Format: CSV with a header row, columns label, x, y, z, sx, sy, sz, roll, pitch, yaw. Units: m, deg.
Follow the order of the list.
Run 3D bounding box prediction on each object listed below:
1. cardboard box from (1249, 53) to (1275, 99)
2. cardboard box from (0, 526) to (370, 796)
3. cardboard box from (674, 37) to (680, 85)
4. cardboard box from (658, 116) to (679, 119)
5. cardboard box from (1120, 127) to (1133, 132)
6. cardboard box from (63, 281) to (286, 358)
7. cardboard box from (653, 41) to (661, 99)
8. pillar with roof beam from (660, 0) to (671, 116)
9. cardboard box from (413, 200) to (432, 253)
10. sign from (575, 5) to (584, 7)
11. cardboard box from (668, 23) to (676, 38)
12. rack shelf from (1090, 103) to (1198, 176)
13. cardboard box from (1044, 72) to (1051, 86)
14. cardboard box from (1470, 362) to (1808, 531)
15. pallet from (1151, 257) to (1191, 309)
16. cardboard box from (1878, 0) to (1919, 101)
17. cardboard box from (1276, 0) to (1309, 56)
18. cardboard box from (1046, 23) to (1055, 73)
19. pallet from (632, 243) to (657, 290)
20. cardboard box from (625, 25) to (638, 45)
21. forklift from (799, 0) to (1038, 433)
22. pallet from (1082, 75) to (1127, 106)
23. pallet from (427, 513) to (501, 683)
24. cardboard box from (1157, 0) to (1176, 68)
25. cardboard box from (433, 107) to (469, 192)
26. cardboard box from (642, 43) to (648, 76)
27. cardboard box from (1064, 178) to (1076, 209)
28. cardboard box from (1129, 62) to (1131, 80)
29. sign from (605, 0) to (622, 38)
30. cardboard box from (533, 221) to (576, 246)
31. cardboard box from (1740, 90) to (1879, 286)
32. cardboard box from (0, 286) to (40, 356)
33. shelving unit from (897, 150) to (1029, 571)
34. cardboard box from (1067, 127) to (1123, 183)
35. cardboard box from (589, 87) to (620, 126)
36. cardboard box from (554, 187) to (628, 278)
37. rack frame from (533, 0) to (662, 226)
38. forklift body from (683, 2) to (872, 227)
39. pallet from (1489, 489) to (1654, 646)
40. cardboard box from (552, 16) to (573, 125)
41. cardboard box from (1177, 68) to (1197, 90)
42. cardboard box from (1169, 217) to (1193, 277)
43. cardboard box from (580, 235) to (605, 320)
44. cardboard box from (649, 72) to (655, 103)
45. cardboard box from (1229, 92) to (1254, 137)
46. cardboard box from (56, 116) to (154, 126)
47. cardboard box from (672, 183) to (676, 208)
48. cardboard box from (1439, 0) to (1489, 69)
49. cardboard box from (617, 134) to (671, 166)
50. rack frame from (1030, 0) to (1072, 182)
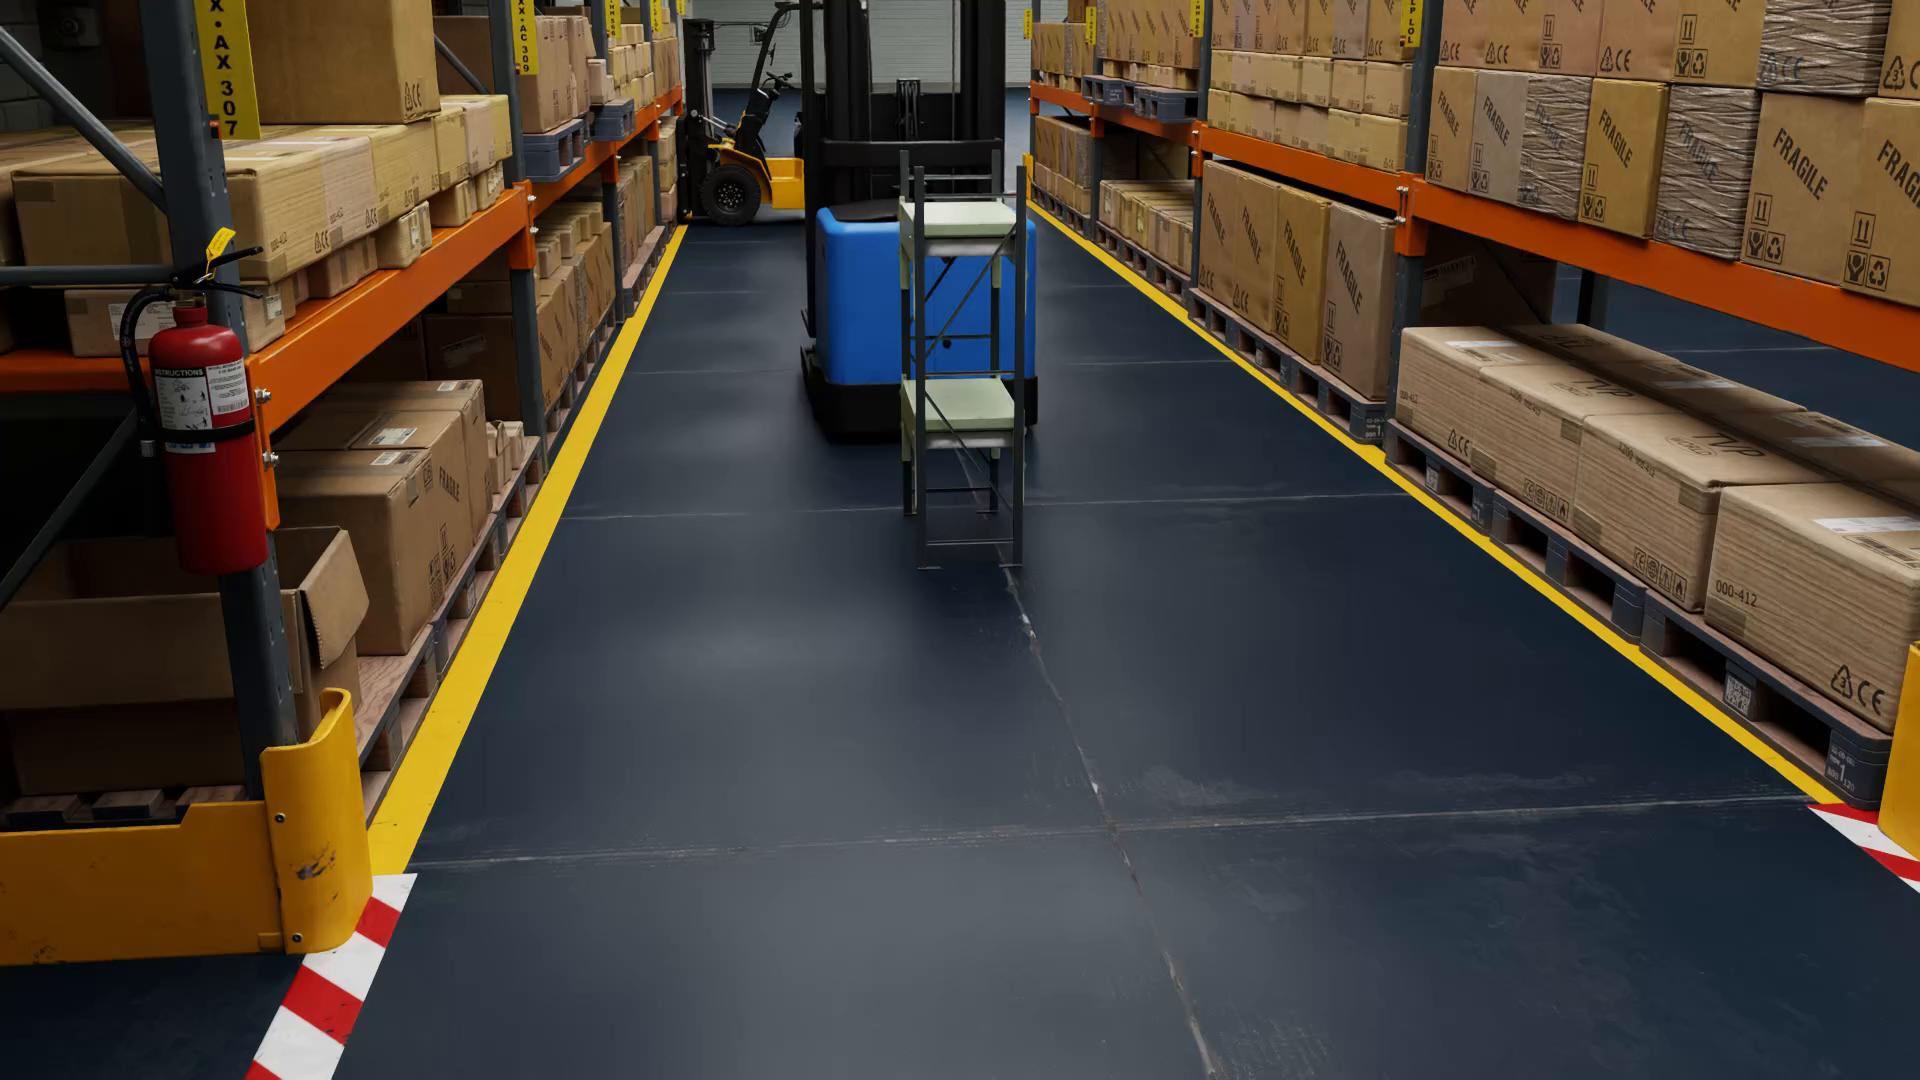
label,x,y,z,sx,sy,sz,roll,pitch,yaw
cardboard box,2.035,-2.761,9.879,0.500,0.250,0.500,-2,18,-6
cardboard box,-1.943,0.288,4.218,0.797,0.503,0.637,-2,18,-8
cardboard box,-3.313,-5.194,18.045,0.500,0.500,0.500,-2,18,-7
cardboard box,-3.267,-4.522,18.294,0.500,0.250,0.500,-1,17,-4
cardboard box,1.865,-3.837,16.528,0.500,0.500,0.500,-1,17,-3
cardboard box,-1.736,-0.504,3.694,0.380,0.149,0.250,-2,18,-6
cardboard box,-2.998,-4.281,15.137,0.500,0.500,0.500,-2,18,-7
pillar with roof beam,-2.024,-13.407,34.359,9.100,9.000,0.400,-2,18,-6
cardboard box,-1.866,-0.967,5.170,0.380,0.149,0.250,-1,17,-4
sign,-4.177,-5.720,18.311,0.100,0.325,0.005,-2,18,-6
cardboard box,-3.254,-5.472,17.848,0.380,0.149,0.250,-1,17,-5
rack shelf,1.931,-3.308,13.407,1.077,0.370,4.000,-2,18,-6
cardboard box,1.108,-4.978,17.945,0.380,0.149,0.250,-2,17,-5
cardboard box,2.601,-0.385,6.471,0.875,0.438,0.875,-2,18,-7
pallet,2.058,-1.958,12.561,1.003,0.211,1.213,-2,18,-6
cardboard box,2.676,-1.333,4.079,0.500,0.500,0.500,-1,17,-4
cardboard box,2.092,-2.973,9.303,0.500,0.500,0.500,-1,17,-5
cardboard box,1.195,-5.173,17.483,0.500,0.500,0.500,-2,18,-7
pallet,-2.968,-2.180,13.267,1.003,0.211,1.213,-2,18,-6
cardboard box,-2.691,-3.899,12.837,0.380,0.149,0.250,-2,18,-7
forklift,-0.337,-2.317,9.165,1.130,2.935,3.031,-2,18,-8
pallet,1.659,-3.923,14.487,1.003,0.211,1.213,-2,18,-6
pallet,-2.188,0.190,5.719,1.003,0.211,1.213,-2,18,-6
cardboard box,1.750,-3.726,12.173,0.500,0.500,0.500,-2,18,-7
cardboard box,-1.987,-1.338,5.684,0.500,0.250,0.500,-2,18,-6
cardboard box,-2.847,-3.968,13.725,0.500,0.250,0.500,-2,18,-7
cardboard box,1.331,-3.462,16.585,0.500,0.250,0.500,-2,18,-7
cardboard box,1.598,-3.845,13.634,0.380,0.149,0.250,-2,18,-5
sign,-2.261,-3.435,10.810,0.100,0.325,0.005,-2,18,-6
cardboard box,-2.446,-1.764,9.678,0.380,0.149,0.250,-2,18,-6
cardboard box,2.612,-1.005,4.704,0.500,0.500,0.500,-2,18,-7
cardboard box,-2.276,-0.488,3.643,0.380,0.149,0.250,-2,18,-6
shelving unit,-0.001,-0.718,6.459,0.431,1.500,0.755,-2,18,-6
cardboard box,1.342,-3.813,16.452,0.500,0.500,0.500,-1,17,-5
cardboard box,-2.602,-2.969,11.377,0.500,0.250,0.500,-2,18,-5
cardboard box,-2.850,-2.155,11.796,0.875,0.625,0.625,-1,17,-4
rack frame,-3.212,-4.093,14.706,1.000,3.000,0.127,-2,18,-6
forklift body,-1.615,-4.371,17.009,2.313,2.155,1.214,-2,18,-6
pallet,2.679,0.060,6.134,1.003,0.211,1.213,-2,18,-6
cardboard box,-2.268,-2.263,8.008,0.700,0.500,0.500,-2,17,-5
cardboard box,1.770,-3.304,11.912,0.380,0.149,0.250,-2,17,-5
cardboard box,2.089,-2.171,12.269,0.950,0.372,0.625,-3,18,-9
cardboard box,-2.501,-1.640,10.365,0.500,0.500,0.500,-2,18,-6
cardboard box,-2.900,-3.879,14.276,0.500,0.250,0.500,-1,17,-4
cardboard box,2.008,-2.678,10.449,0.500,0.250,0.500,-2,18,-7
cardboard box,-2.438,-1.174,5.162,0.500,0.250,0.500,-2,18,-6
cardboard box,-3.001,-3.286,16.027,0.500,0.250,0.500,-2,18,-7
cardboard box,2.358,-2.239,6.965,0.500,0.500,0.500,-2,18,-5
cardboard box,-2.950,-3.612,15.395,0.500,0.250,0.500,-2,18,-6
rack frame,1.312,-5.439,18.994,1.000,3.000,0.127,-2,18,-6
